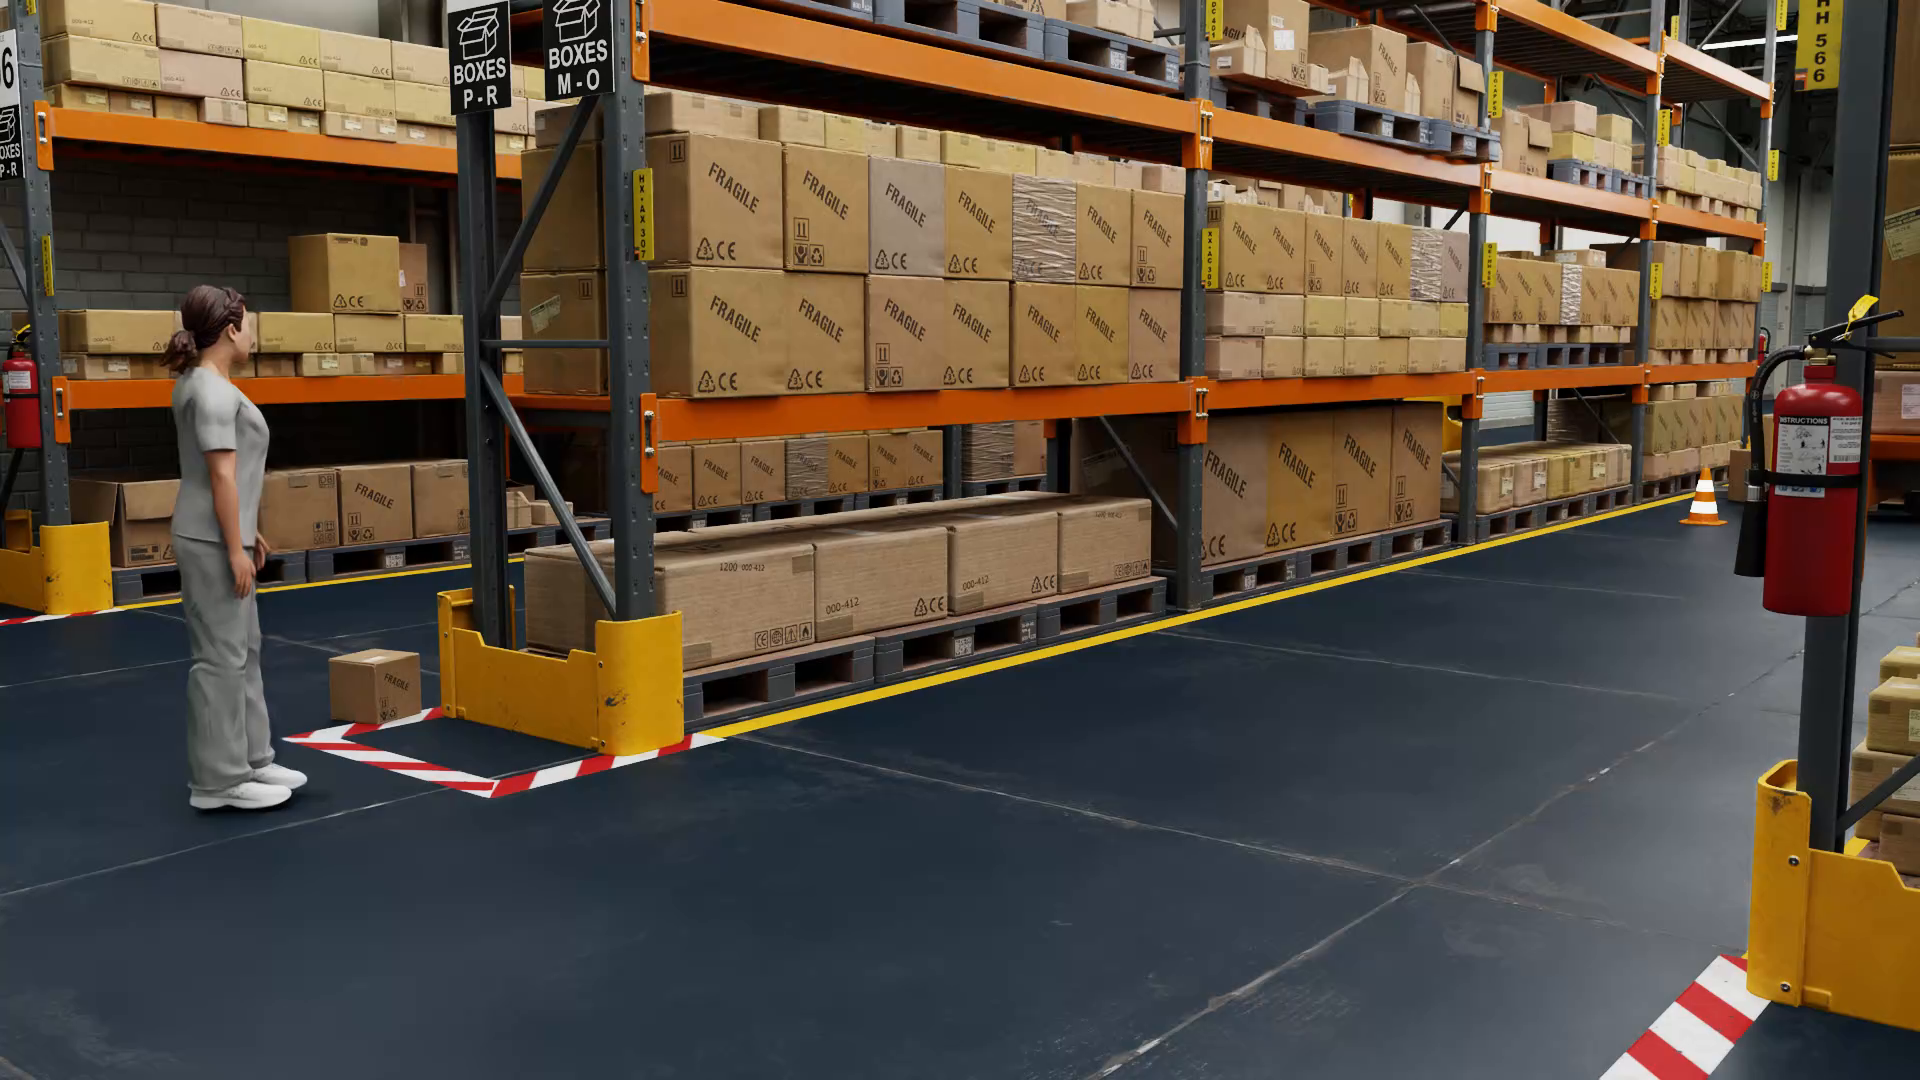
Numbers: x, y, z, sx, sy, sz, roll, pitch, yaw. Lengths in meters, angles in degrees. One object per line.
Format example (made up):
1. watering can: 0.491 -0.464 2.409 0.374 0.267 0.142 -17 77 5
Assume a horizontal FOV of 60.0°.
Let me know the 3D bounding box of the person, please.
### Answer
1. person: -2.355 0.025 5.385 0.385 1.683 0.465 -3 8 -26
